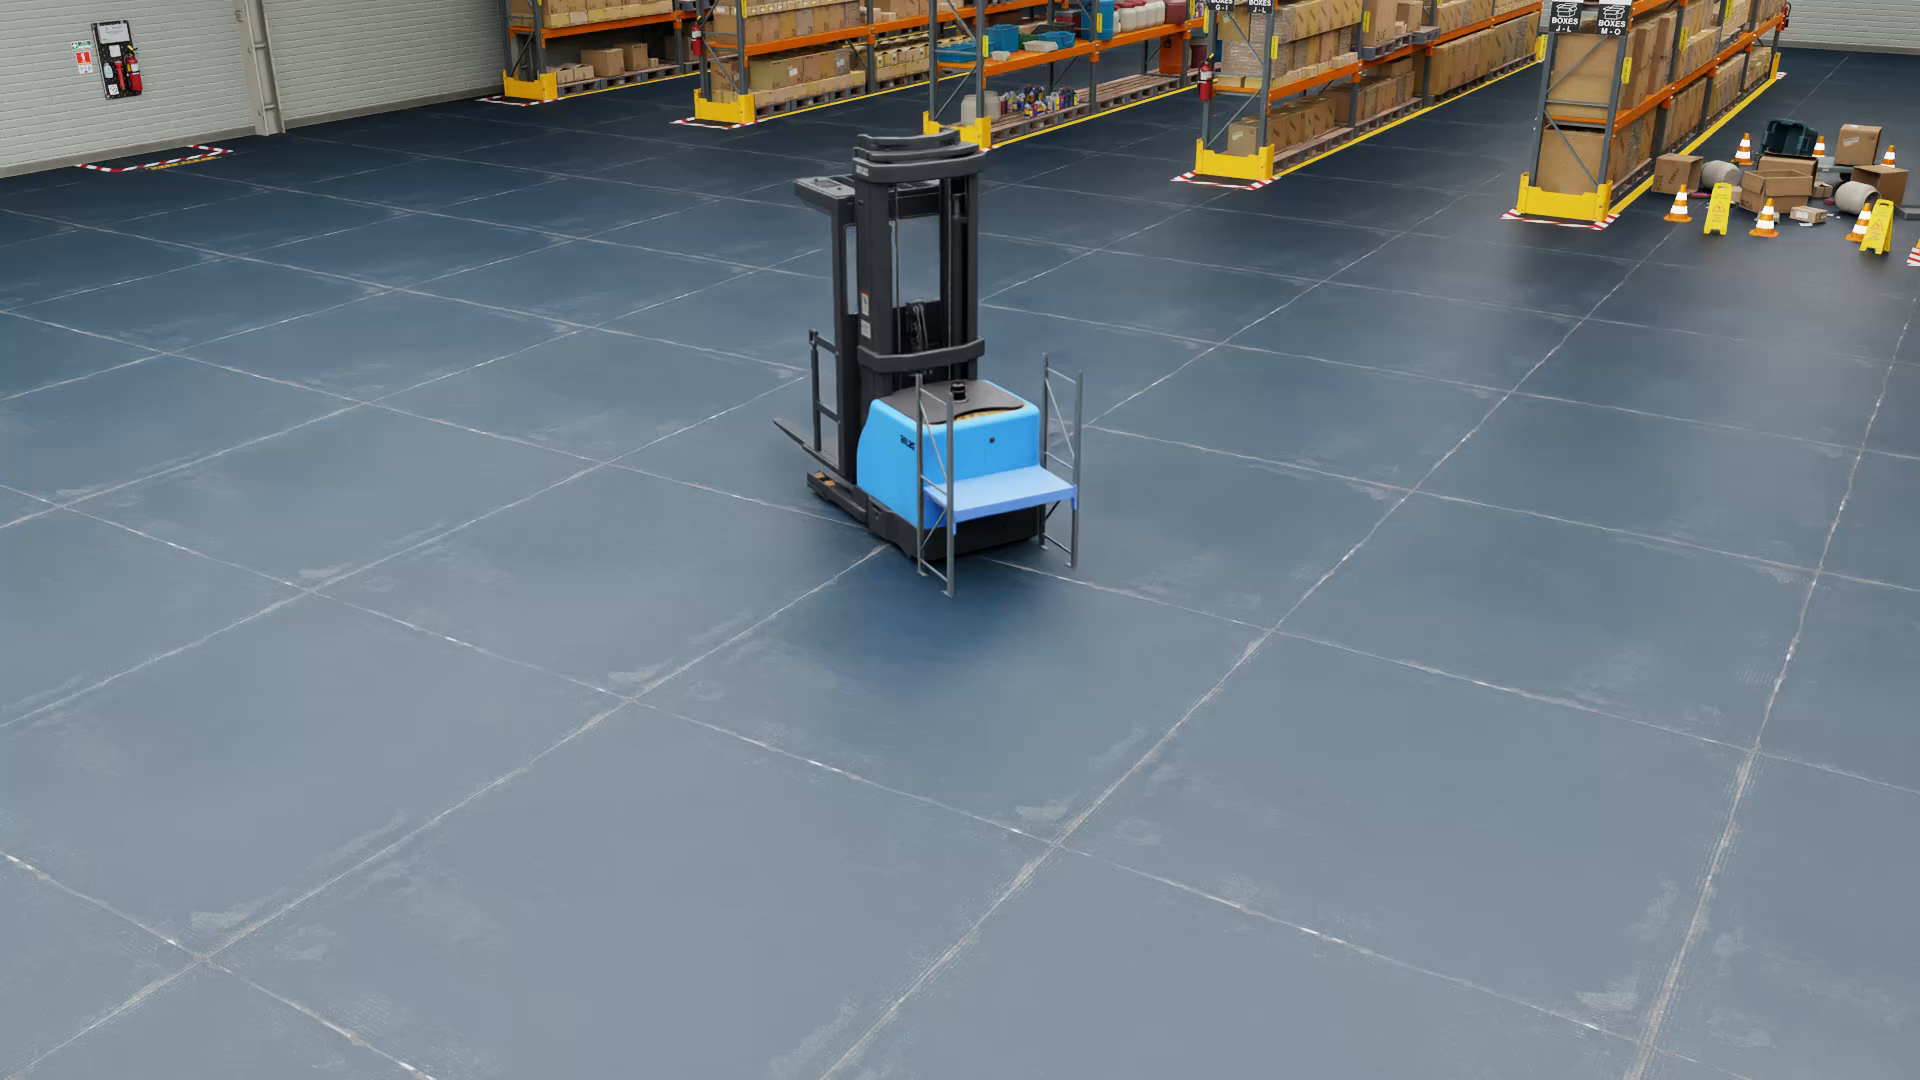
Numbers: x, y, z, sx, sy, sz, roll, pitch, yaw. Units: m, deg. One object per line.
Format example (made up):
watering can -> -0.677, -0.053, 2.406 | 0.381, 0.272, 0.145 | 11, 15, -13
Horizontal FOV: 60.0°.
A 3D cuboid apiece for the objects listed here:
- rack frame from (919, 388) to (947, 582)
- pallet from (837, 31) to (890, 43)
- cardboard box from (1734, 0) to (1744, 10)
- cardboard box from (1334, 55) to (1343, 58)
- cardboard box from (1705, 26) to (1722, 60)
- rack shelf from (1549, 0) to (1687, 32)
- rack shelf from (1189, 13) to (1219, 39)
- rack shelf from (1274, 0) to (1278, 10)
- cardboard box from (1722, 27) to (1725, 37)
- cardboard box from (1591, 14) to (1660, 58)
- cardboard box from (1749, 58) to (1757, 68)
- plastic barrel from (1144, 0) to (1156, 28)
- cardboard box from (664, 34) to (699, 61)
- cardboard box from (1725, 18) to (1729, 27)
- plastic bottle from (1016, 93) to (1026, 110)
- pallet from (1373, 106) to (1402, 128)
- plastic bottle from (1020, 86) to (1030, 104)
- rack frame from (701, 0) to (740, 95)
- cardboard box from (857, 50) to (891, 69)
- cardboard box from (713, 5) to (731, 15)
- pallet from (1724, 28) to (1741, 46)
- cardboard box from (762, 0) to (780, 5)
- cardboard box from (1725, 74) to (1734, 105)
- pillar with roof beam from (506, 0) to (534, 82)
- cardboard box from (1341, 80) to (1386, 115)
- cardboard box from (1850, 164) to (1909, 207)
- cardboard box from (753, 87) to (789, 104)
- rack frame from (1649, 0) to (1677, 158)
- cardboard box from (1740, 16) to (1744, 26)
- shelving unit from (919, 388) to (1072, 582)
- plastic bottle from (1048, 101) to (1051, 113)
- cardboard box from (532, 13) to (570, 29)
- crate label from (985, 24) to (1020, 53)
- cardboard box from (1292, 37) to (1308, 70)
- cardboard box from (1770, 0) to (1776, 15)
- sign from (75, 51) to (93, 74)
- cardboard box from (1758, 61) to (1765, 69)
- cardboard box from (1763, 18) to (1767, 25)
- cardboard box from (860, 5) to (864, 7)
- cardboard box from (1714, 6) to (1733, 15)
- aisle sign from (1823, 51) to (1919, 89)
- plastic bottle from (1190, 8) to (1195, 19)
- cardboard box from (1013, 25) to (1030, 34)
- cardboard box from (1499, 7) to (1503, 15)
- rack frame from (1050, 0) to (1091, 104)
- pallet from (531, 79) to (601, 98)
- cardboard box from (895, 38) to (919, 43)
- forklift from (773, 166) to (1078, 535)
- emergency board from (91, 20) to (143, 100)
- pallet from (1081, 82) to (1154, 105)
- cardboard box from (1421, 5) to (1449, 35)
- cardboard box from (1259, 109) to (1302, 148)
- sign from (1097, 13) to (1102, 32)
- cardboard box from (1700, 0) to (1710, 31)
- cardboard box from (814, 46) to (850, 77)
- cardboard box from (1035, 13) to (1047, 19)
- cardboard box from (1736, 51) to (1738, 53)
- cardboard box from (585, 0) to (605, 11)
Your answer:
rack frame -> -0.173, -0.369, 11.551 | 0.013, 1.308, 0.475 | -12, 26, -26
pallet -> -2.484, -12.557, 41.325 | 1.003, 0.211, 1.213 | 14, 27, 29
cardboard box -> 14.956, -9.761, 32.406 | 0.831, 1.746, 3.896 | 14, 27, 29
cardboard box -> 6.077, -7.895, 27.363 | 0.380, 0.149, 0.250 | 14, 27, 29
cardboard box -> 12.525, -8.412, 28.117 | 0.500, 0.500, 0.500 | 14, 27, 29
rack shelf -> 9.369, -7.596, 23.487 | 1.077, 0.370, 4.000 | 14, 27, 29
rack shelf -> 5.221, -11.031, 35.197 | 1.077, 0.370, 4.000 | 14, 27, 29
rack shelf -> 5.209, -8.670, 25.967 | 1.077, 0.370, 4.000 | 14, 27, 29
cardboard box -> 13.225, -8.943, 29.255 | 0.380, 0.149, 0.250 | 15, 28, 32
cardboard box -> 9.608, -7.308, 24.144 | 0.875, 0.550, 0.550 | 14, 27, 29
cardboard box -> 15.611, -9.493, 33.049 | 0.380, 0.149, 0.250 | 15, 27, 30
plastic barrel -> 3.583, -10.203, 32.239 | 0.421, 0.512, 0.421 | 0, 23, 0
cardboard box -> -5.986, -10.719, 36.163 | 0.700, 0.500, 0.500 | 15, 28, 31
cardboard box -> 13.372, -9.178, 29.424 | 0.380, 0.149, 0.250 | 14, 27, 29
plastic bottle -> 1.093, -7.873, 29.871 | 0.152, 0.276, 0.135 | 14, 27, 29
pallet -> 7.316, -7.695, 30.095 | 1.003, 0.211, 1.213 | 14, 27, 29
plastic bottle -> 1.178, -8.073, 30.240 | 0.144, 0.351, 0.185 | 13, 26, 27
rack frame -> -4.263, -9.026, 29.660 | 0.949, 2.616, 0.053 | 14, 27, 29
cardboard box -> -1.720, -9.651, 33.330 | 0.500, 0.311, 0.500 | 14, 27, 29
cardboard box -> -4.220, -9.538, 29.900 | 0.380, 0.149, 0.250 | 13, 27, 28
pallet -> 13.544, -9.164, 30.219 | 1.003, 0.211, 1.213 | 14, 27, 29
cardboard box -> -3.702, -10.018, 30.193 | 0.700, 0.500, 0.500 | 13, 27, 28
cardboard box -> 13.923, -8.323, 30.653 | 0.500, 0.500, 0.500 | 13, 27, 28
pillar with roof beam -> -5.179, -12.331, 29.742 | 9.100, 9.000, 0.400 | 14, 27, 29
cardboard box -> 7.168, -7.902, 29.655 | 0.700, 0.500, 0.500 | 11, 26, 24
cardboard box -> 12.962, -4.999, 23.501 | 0.500, 0.500, 0.500 | -7, 24, -17
cardboard box -> -3.528, -8.260, 30.823 | 0.500, 0.250, 0.500 | 14, 27, 29
rack frame -> 10.422, -7.225, 25.501 | 0.949, 2.616, 0.053 | 14, 27, 29
cardboard box -> 14.333, -9.655, 30.901 | 0.380, 0.149, 0.250 | 14, 27, 29
shelving unit -> 0.257, -0.462, 11.764 | 0.991, 1.308, 0.475 | -12, 26, -26
plastic bottle -> 1.562, -7.703, 29.572 | 0.097, 0.201, 0.097 | 0, 23, 0
cardboard box -> -7.943, -10.101, 32.306 | 0.500, 0.250, 0.500 | 13, 27, 27
crate label -> 0.687, -8.680, 28.817 | 0.502, 0.435, 0.616 | 14, 27, 29
cardboard box -> 4.930, -7.664, 26.014 | 0.875, 0.500, 0.500 | 14, 27, 29
cardboard box -> 15.929, -10.740, 33.118 | 0.500, 0.500, 0.500 | 15, 28, 32
sign -> -13.716, -7.480, 26.044 | 0.001, 0.329, 0.234 | 14, 27, 29
cardboard box -> 16.184, -9.705, 33.913 | 0.380, 0.149, 0.250 | 14, 27, 30
cardboard box -> 15.725, -10.291, 32.899 | 0.380, 0.149, 0.250 | 15, 28, 31
cardboard box -> -1.842, -10.649, 33.578 | 0.396, 0.266, 0.258 | 13, 27, 28
cardboard box -> 13.497, -9.395, 29.550 | 0.380, 0.149, 0.250 | 15, 28, 31
aisle sign -> 17.897, -8.706, 28.677 | 6.000, 3.194, 21.764 | 14, 27, 29
plastic bottle -> 4.669, -10.708, 33.700 | 0.152, 0.276, 0.135 | 14, 27, 29
cardboard box -> 1.254, -11.397, 37.730 | 0.500, 0.500, 0.500 | 13, 27, 27
cardboard box -> 11.061, -11.002, 34.540 | 0.380, 0.149, 0.250 | 13, 27, 27
rack frame -> 2.059, -9.336, 30.375 | 0.949, 2.616, 0.053 | 14, 27, 29
pallet -> -7.972, -9.075, 33.283 | 1.003, 0.211, 1.213 | 14, 27, 29
cardboard box -> -1.107, -10.448, 35.171 | 0.500, 0.311, 0.500 | 13, 27, 28
forklift -> 0.281, -5.060, 19.746 | 10.237, 3.598, 16.363 | -13, 27, -28
emergency board -> -13.337, -7.629, 26.432 | 0.194, 1.169, 0.643 | 14, 27, 29
pallet -> 3.080, -8.743, 32.516 | 1.003, 0.211, 1.213 | 14, 27, 29
cardboard box -> 8.861, -9.801, 31.325 | 0.500, 0.500, 0.500 | 15, 27, 30
cardboard box -> 5.130, -6.617, 26.714 | 0.500, 0.500, 0.500 | 17, 29, 34
sign -> 2.518, -9.344, 30.046 | 0.100, 0.325, 0.005 | 14, 27, 29
cardboard box -> 12.023, -8.759, 27.659 | 0.700, 0.500, 0.500 | 13, 27, 28
cardboard box -> -2.483, -9.282, 32.239 | 0.500, 0.500, 0.500 | 14, 27, 29
cardboard box -> 2.129, -12.382, 40.005 | 0.500, 0.500, 0.500 | 14, 27, 29
cardboard box -> 15.844, -10.049, 34.334 | 0.380, 0.149, 0.250 | 12, 26, 26
cardboard box -> -7.416, -10.783, 32.937 | 0.500, 0.500, 0.500 | 13, 27, 27
